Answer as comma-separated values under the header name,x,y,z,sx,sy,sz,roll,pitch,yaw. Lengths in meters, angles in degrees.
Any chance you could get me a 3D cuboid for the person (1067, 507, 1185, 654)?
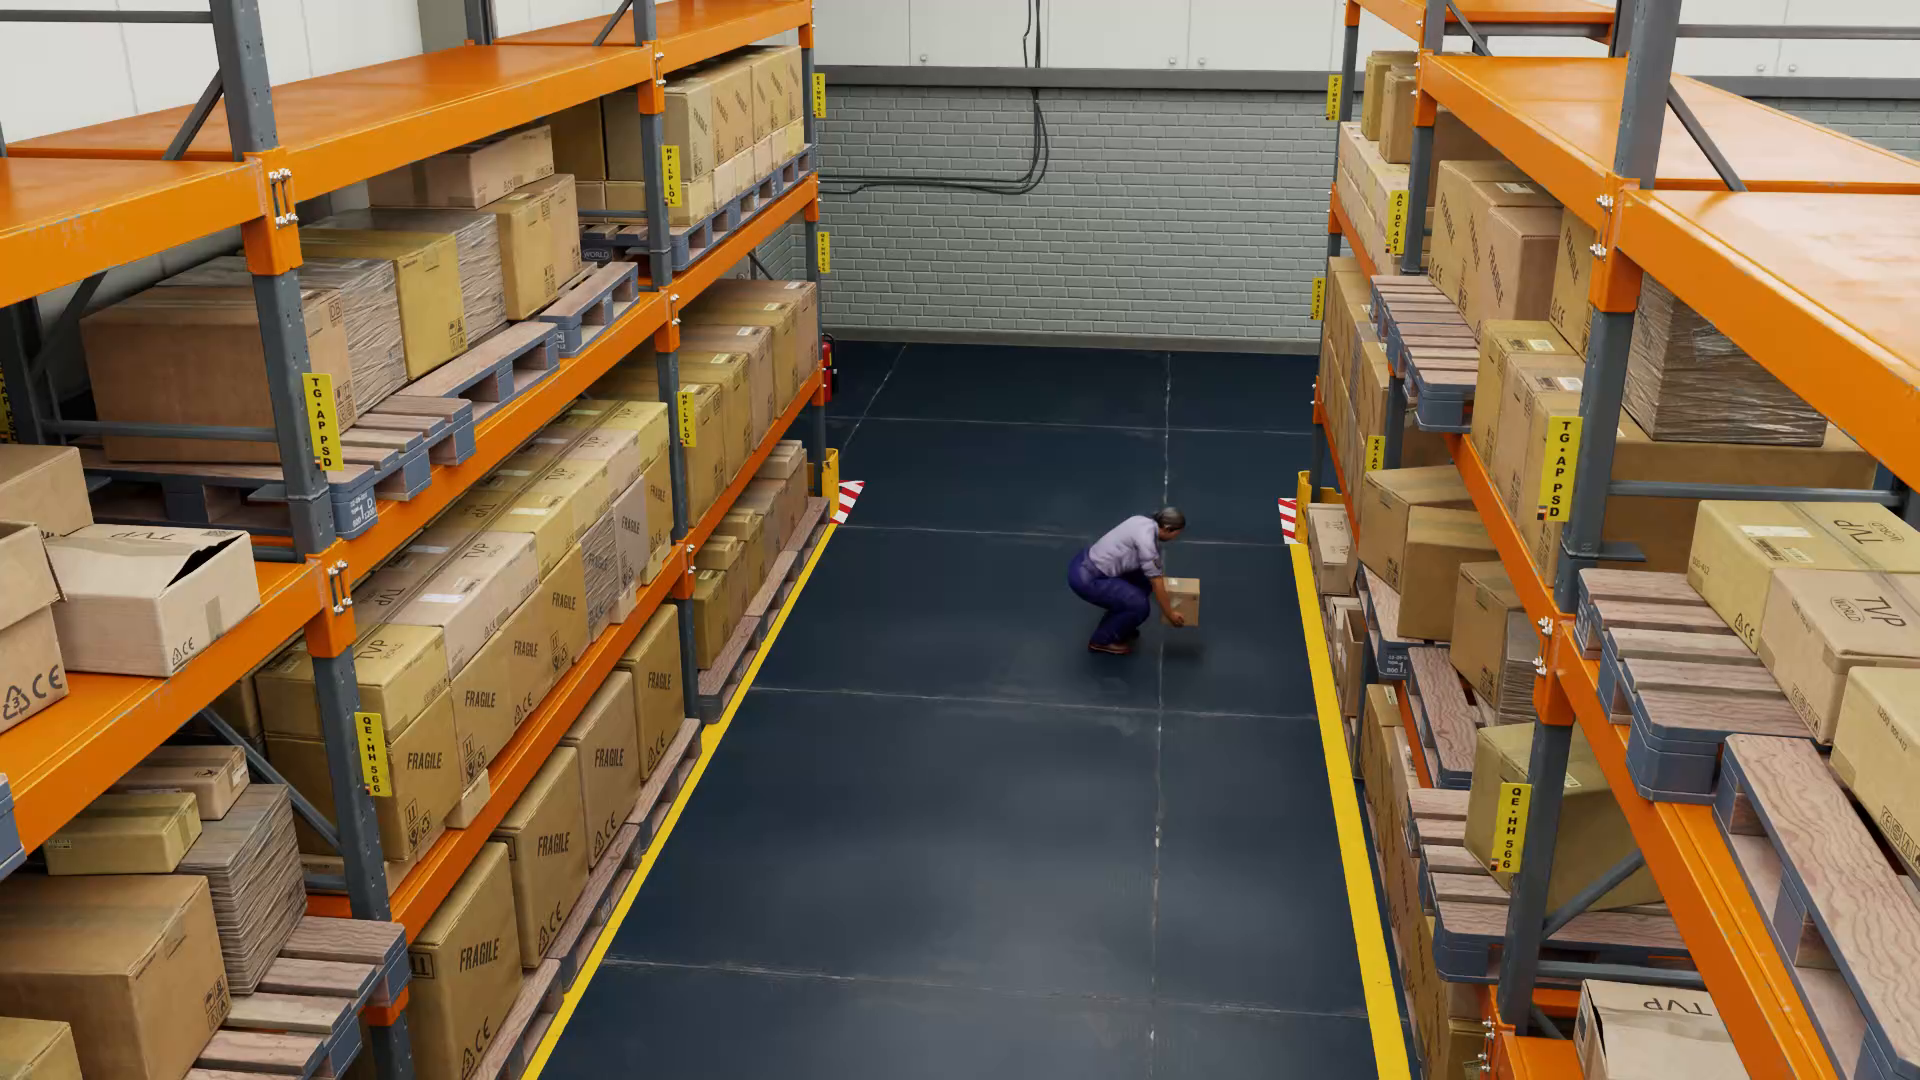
name,x,y,z,sx,sy,sz,roll,pitch,yaw
person,1.143,0.253,11.380,0.810,0.983,0.529,2,21,6
